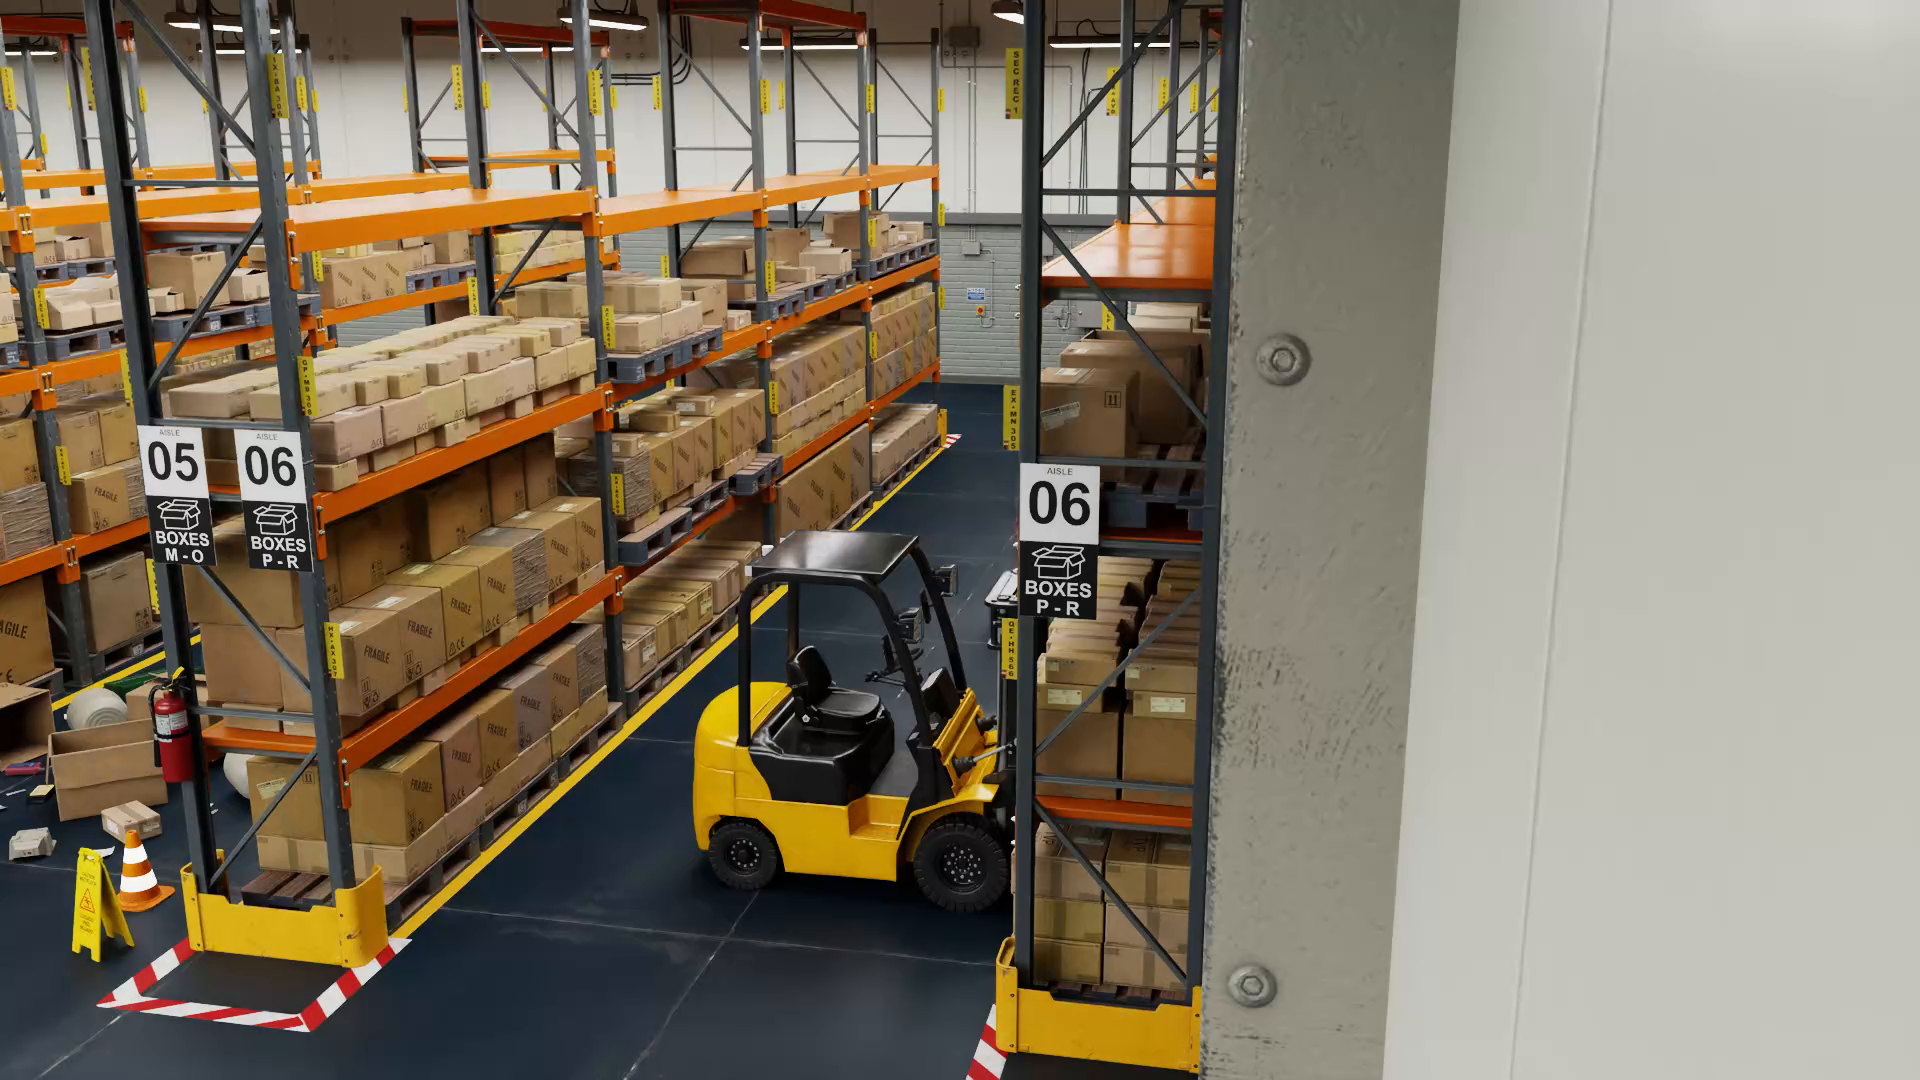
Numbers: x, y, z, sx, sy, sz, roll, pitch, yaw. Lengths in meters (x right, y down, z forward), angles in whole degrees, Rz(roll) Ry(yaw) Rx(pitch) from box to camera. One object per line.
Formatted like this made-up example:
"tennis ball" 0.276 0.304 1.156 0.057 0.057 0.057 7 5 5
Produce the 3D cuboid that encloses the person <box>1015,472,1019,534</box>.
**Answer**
"person" 0.838 -0.177 16.667 0.559 1.715 0.472 9 17 32
